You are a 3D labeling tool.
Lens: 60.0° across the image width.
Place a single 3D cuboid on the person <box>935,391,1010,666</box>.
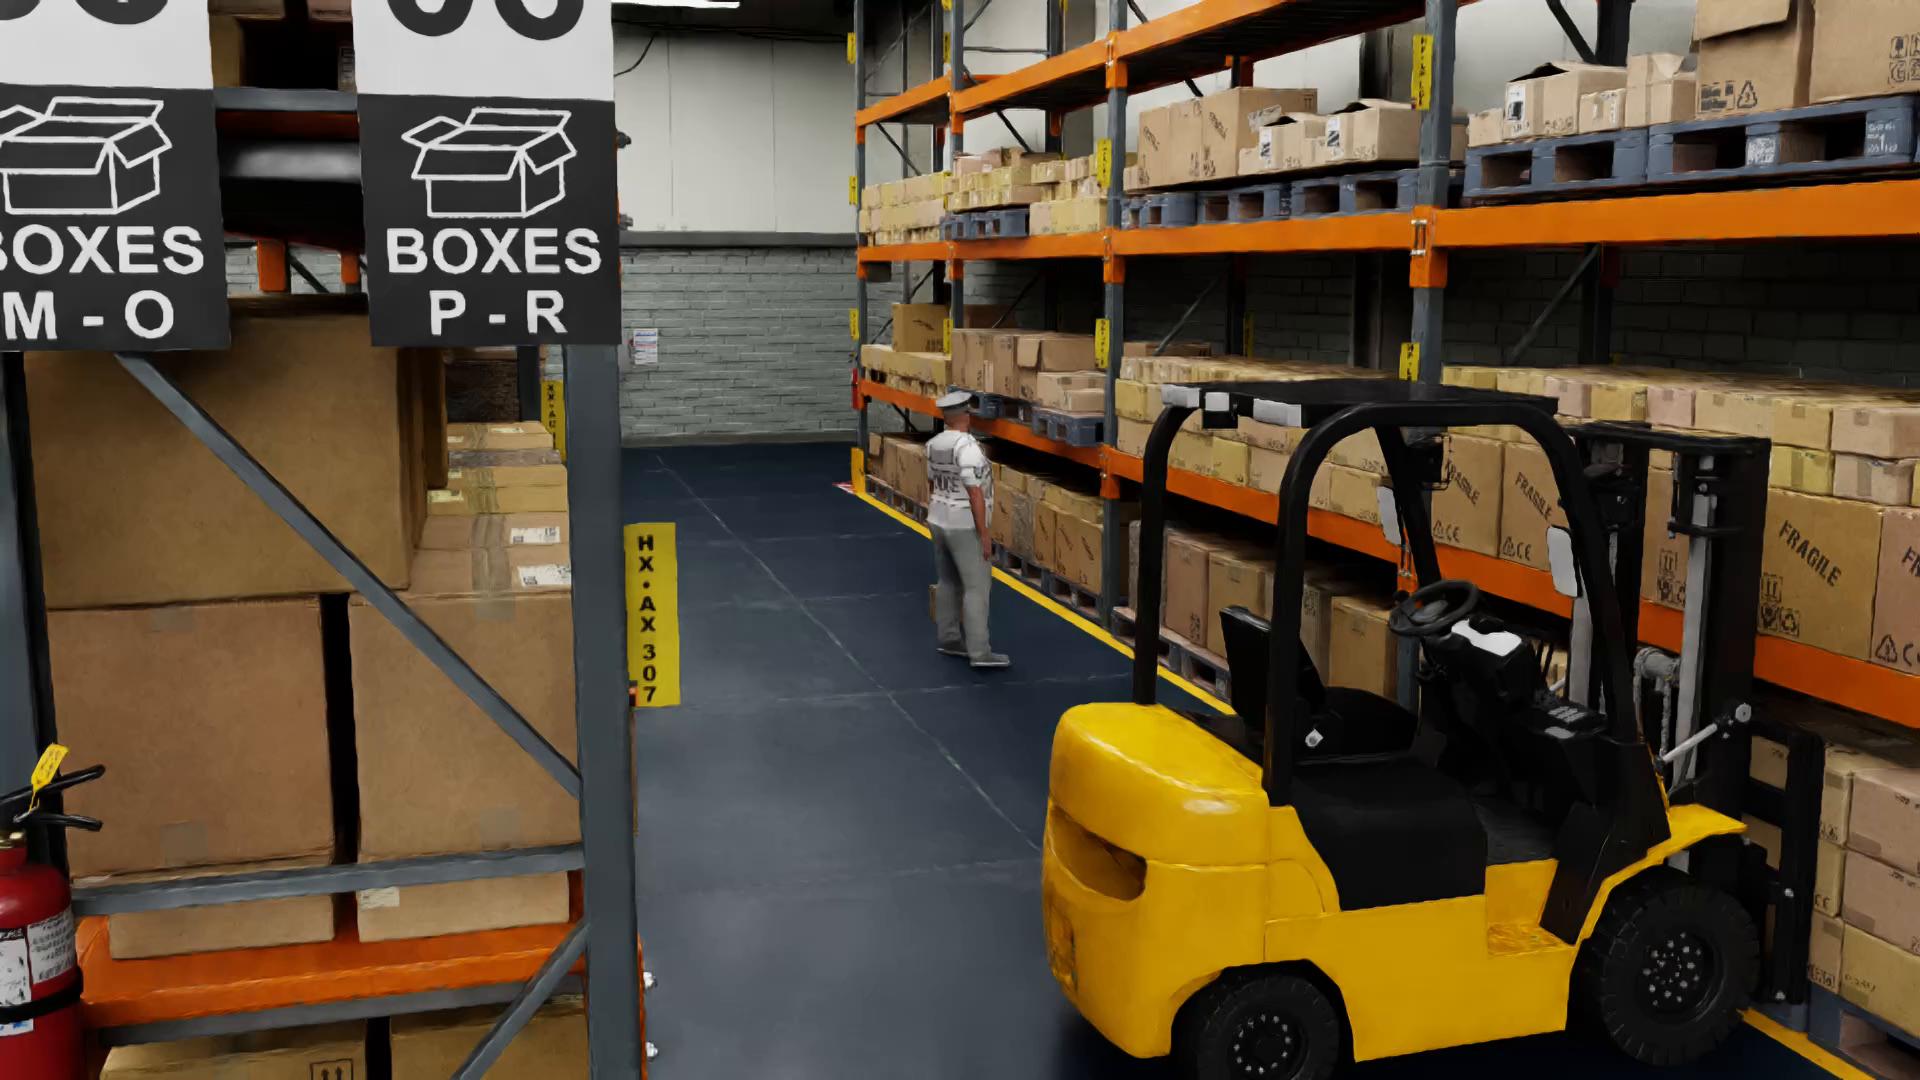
[{"bbox_3d":[0.040,-0.074,10.784,0.421,1.771,0.563,-6,11,-32],"label":"person"}]
